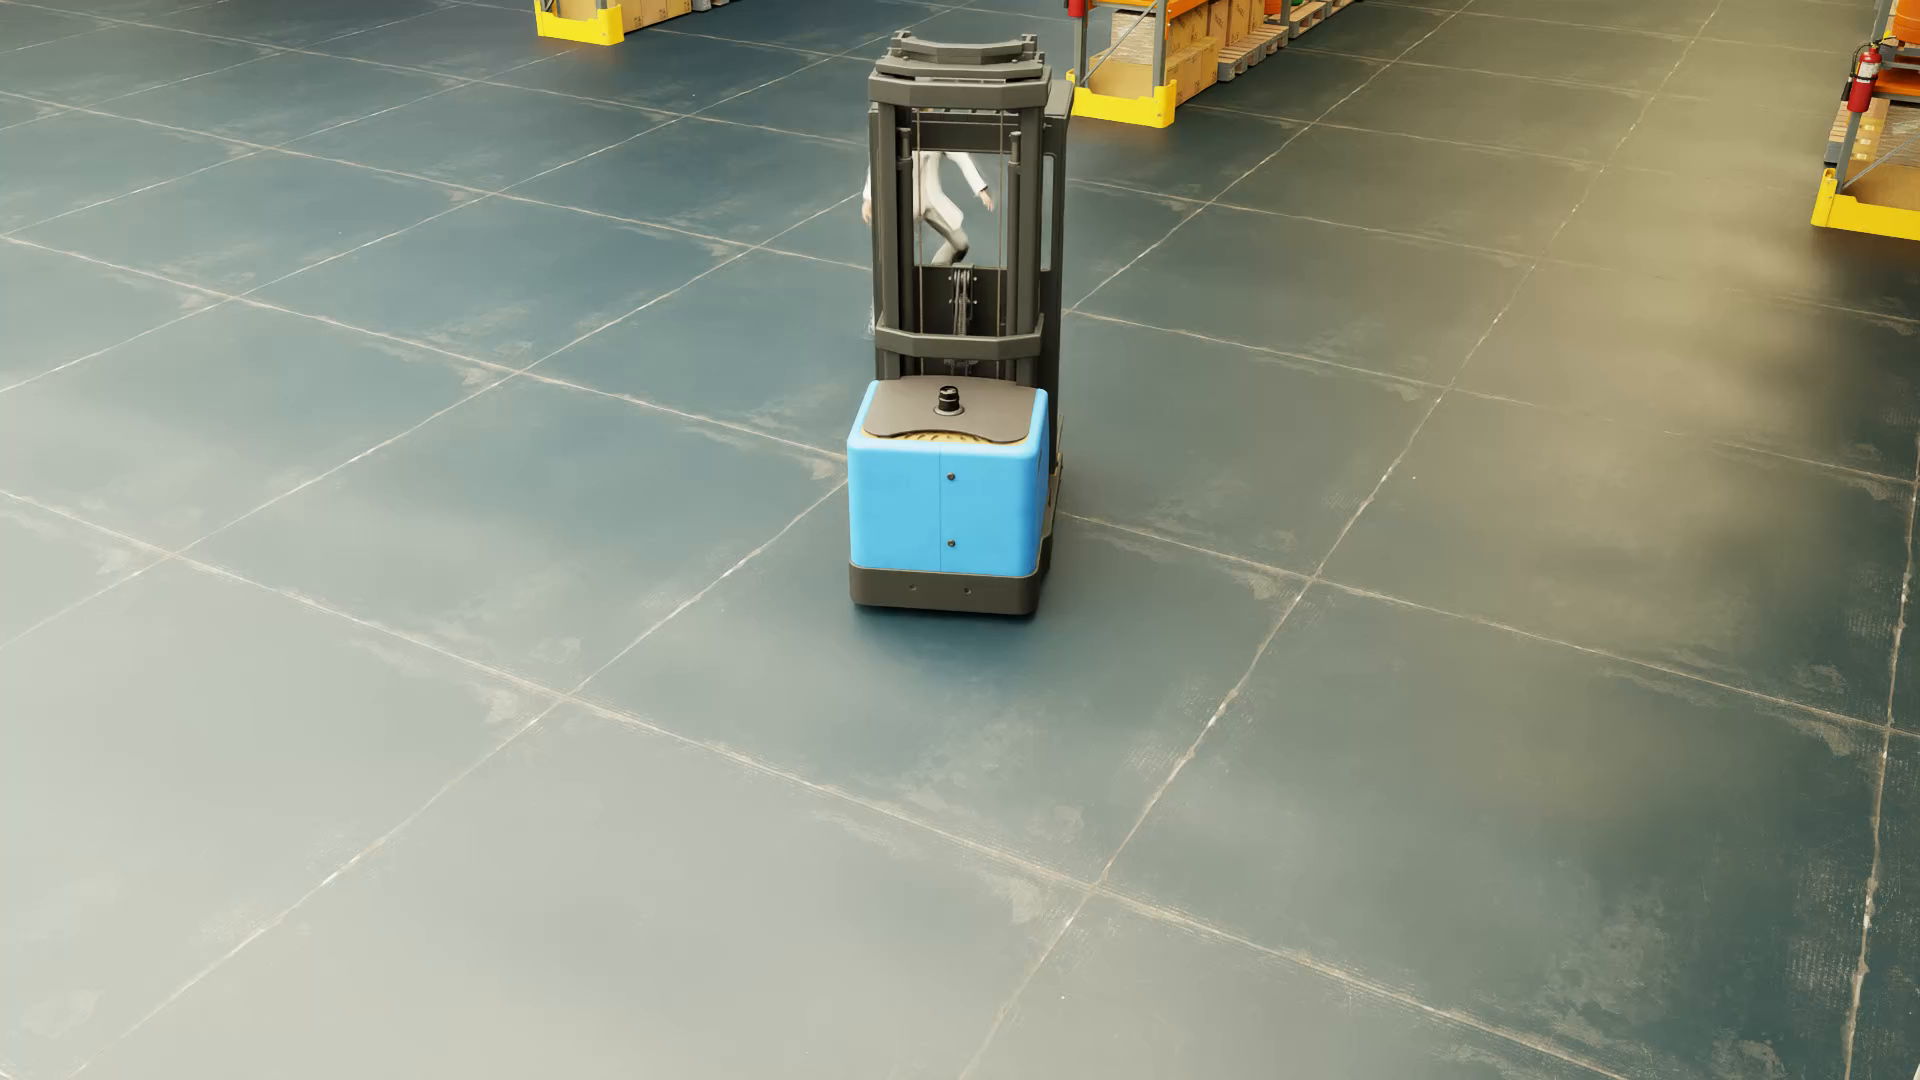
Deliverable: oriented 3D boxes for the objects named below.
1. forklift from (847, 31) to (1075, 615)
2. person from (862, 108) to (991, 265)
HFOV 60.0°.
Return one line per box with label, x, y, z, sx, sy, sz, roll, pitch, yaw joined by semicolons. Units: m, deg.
forklift;0.072;-1.572;9.794;1.130;2.935;3.031;3;30;6
person;-0.289;-2.697;13.029;1.000;1.608;0.697;-8;31;-13
